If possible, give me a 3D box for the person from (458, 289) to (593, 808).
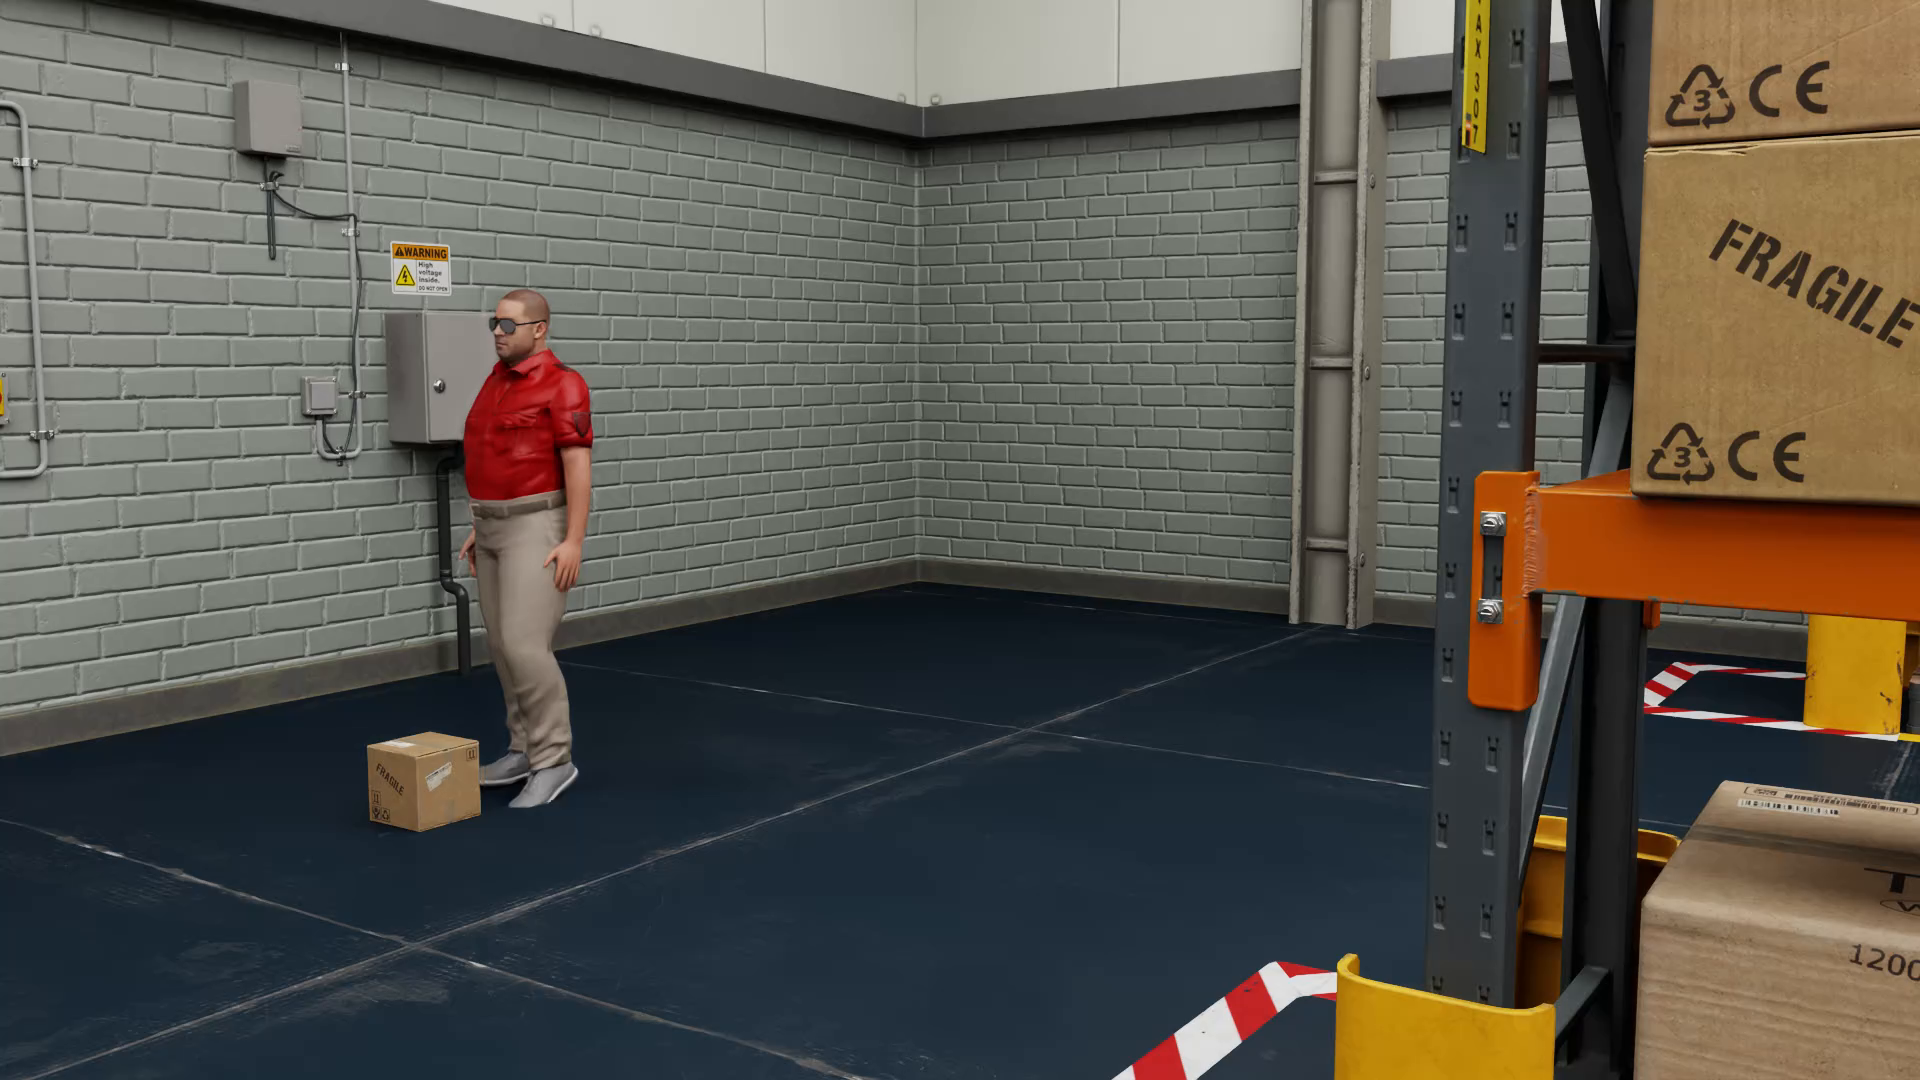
[{"bbox_3d":[-1.551,0.033,5.771,0.573,1.791,0.409,6,9,43],"label":"person"}]
